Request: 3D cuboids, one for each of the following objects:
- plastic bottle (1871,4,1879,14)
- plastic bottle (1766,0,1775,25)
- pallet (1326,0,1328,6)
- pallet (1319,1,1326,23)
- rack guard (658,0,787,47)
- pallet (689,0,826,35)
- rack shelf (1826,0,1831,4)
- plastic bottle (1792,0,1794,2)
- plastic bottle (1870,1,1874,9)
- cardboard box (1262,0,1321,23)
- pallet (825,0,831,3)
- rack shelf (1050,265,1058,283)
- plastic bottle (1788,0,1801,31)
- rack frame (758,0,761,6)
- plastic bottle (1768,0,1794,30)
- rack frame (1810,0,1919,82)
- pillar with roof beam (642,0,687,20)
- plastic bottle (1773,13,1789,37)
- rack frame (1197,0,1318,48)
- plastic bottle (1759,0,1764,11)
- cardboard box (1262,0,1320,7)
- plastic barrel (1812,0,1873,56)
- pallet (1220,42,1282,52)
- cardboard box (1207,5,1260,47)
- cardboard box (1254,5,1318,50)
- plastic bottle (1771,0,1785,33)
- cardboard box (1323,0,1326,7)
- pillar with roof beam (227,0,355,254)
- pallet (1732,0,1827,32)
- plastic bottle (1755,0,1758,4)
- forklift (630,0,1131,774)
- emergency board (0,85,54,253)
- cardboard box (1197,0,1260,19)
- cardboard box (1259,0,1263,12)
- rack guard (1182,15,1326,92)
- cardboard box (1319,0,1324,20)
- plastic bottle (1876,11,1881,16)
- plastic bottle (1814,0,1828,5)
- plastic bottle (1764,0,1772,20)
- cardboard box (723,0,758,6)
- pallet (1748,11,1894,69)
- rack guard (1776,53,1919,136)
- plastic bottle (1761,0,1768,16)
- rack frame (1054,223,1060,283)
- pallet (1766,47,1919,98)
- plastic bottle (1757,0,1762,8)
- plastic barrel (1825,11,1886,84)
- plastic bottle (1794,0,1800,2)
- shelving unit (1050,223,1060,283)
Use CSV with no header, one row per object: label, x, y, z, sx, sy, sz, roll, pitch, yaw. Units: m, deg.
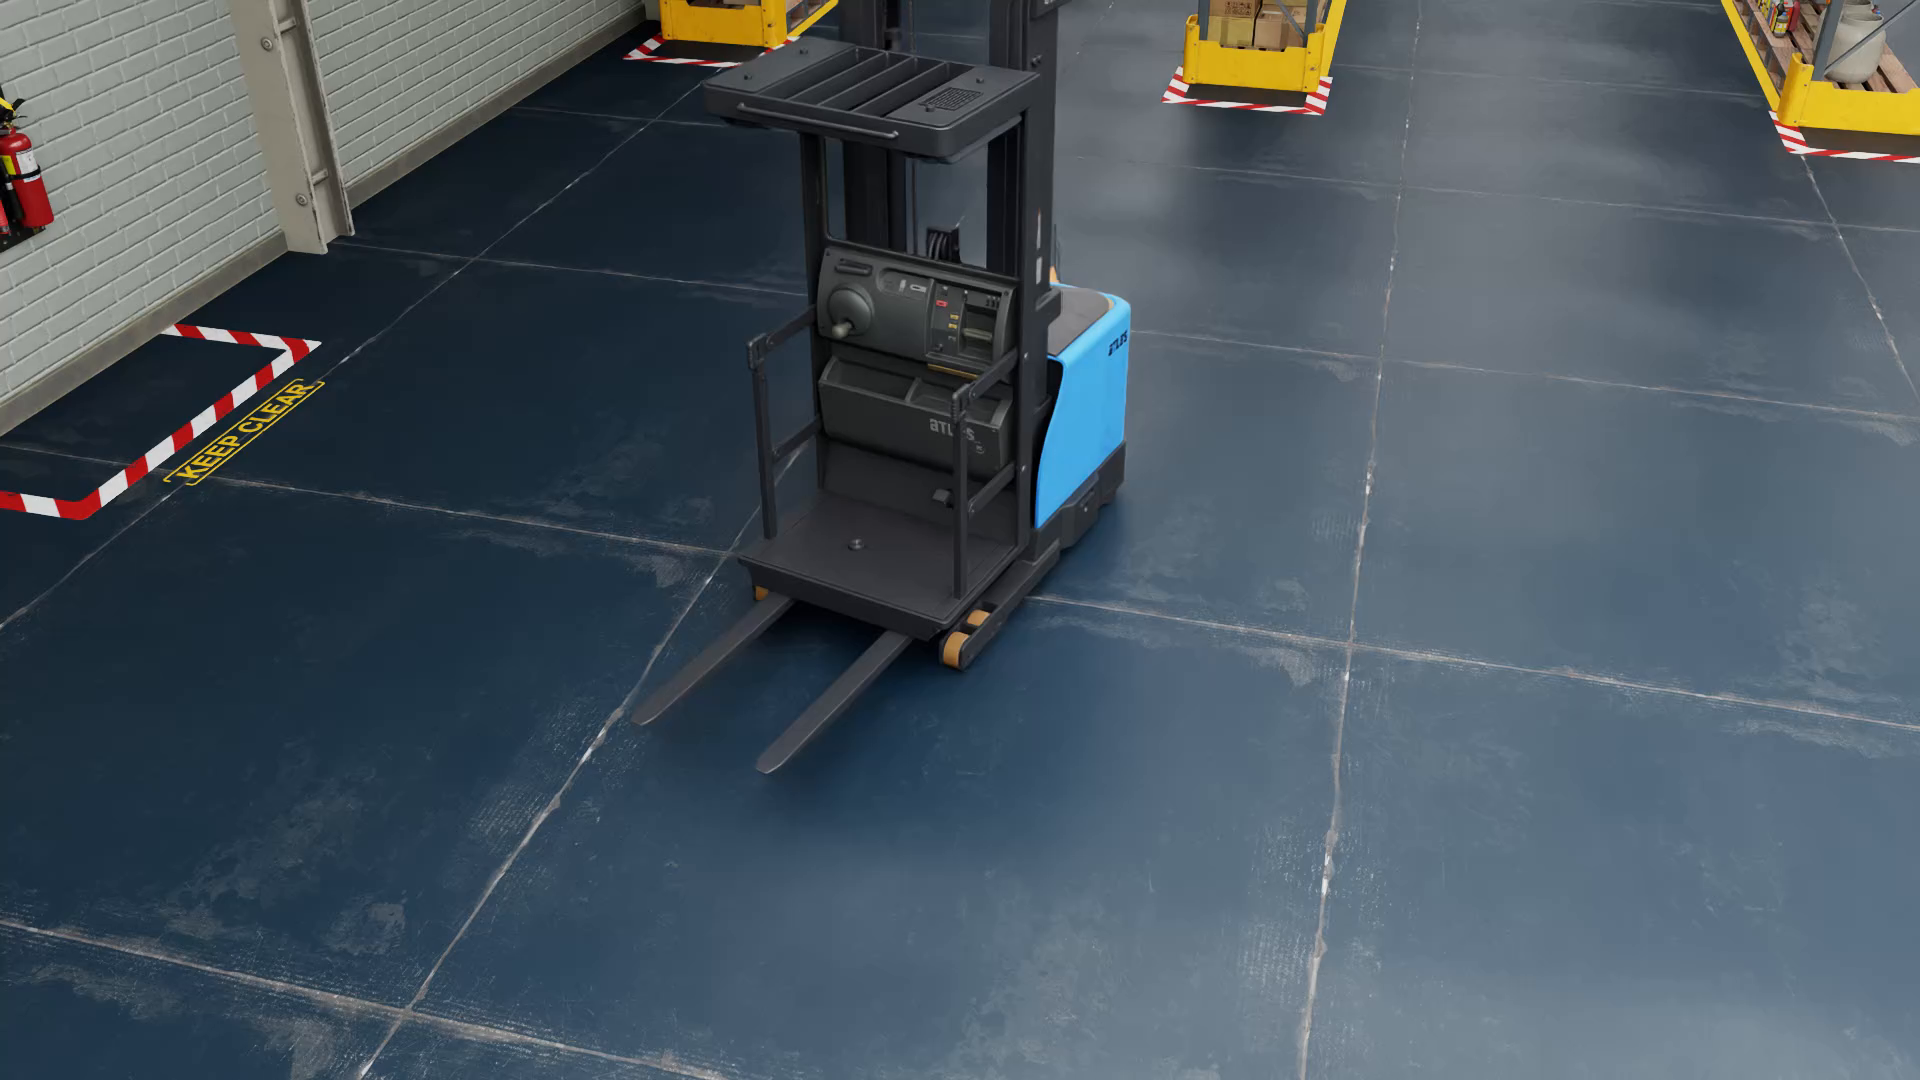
plastic bottle,8.177,-4.667,14.918,0.061,0.283,0.133,9,33,13
plastic bottle,7.508,-4.863,15.232,0.152,0.276,0.135,7,33,11
pallet,3.323,-5.783,17.150,1.003,0.211,1.213,8,33,12
pallet,3.015,-5.148,16.151,1.003,0.211,1.213,8,33,12
rack guard,-2.223,-4.948,15.567,1.175,0.500,0.348,8,33,12
pallet,-1.983,-5.243,16.301,1.003,0.211,1.213,8,33,12
rack shelf,7.848,-5.349,14.539,1.077,0.370,4.000,8,33,12
plastic bottle,7.674,-4.924,15.398,0.097,0.201,0.097,0,32,0
plastic bottle,8.189,-4.725,15.020,0.097,0.271,0.097,0,32,0
cardboard box,3.025,-4.816,15.201,0.500,0.250,0.500,8,33,12
pallet,-1.671,-5.874,17.293,1.003,0.211,1.213,8,33,12
rack shelf,0.413,-1.323,8.619,0.180,0.103,0.258,-3,33,-1
plastic bottle,7.576,-4.780,15.094,0.061,0.283,0.133,8,33,12
rack frame,-2.243,-5.964,14.835,1.000,3.000,0.127,8,33,12
plastic bottle,7.473,-4.791,15.119,0.152,0.276,0.135,8,33,13
rack frame,7.340,-4.615,12.713,1.000,3.000,0.127,8,33,12
pillar with roof beam,1.262,-8.390,13.060,9.100,9.000,0.400,8,33,12
plastic bottle,7.382,-4.632,14.939,0.097,0.201,0.097,0,32,0
rack frame,2.550,-5.291,13.777,1.000,3.000,0.127,8,33,12
plastic bottle,7.607,-5.091,15.661,0.097,0.201,0.097,0,32,0
cardboard box,3.026,-5.132,14.999,0.500,0.500,0.500,8,33,12
plastic barrel,7.560,-4.354,14.231,0.421,0.512,0.421,0,32,0
pallet,2.703,-4.517,15.158,1.003,0.211,1.213,8,33,12
cardboard box,2.400,-4.626,14.903,0.500,0.250,0.500,8,33,12
cardboard box,2.901,-4.556,14.792,0.500,0.250,0.500,8,33,12
plastic bottle,7.394,-4.730,15.016,0.061,0.283,0.133,9,33,14
cardboard box,3.283,-5.334,16.016,0.500,0.250,0.500,8,33,12
pillar with roof beam,-0.260,-5.277,8.162,9.100,9.000,0.400,8,33,12
pallet,8.145,-5.171,16.187,1.003,0.211,1.213,8,33,12
plastic bottle,7.701,-5.298,15.847,0.144,0.351,0.185,7,33,10
forklift,-0.304,-0.944,7.003,1.130,2.935,3.031,17,36,24
emergency board,-5.088,-2.054,8.685,0.194,1.169,0.643,8,33,12
cardboard box,2.398,-4.943,14.702,0.500,0.500,0.500,8,33,12
cardboard box,2.515,-4.888,15.314,0.500,0.250,0.500,8,33,12
rack guard,2.544,-4.224,14.428,1.175,0.500,0.348,8,33,12
cardboard box,3.152,-5.075,15.609,0.500,0.250,0.500,8,33,12
plastic bottle,8.102,-4.547,14.740,0.097,0.271,0.097,0,32,0
plastic bottle,8.272,-5.261,15.858,0.152,0.276,0.135,8,33,12
plastic bottle,7.546,-4.981,15.348,0.144,0.351,0.185,9,34,14
cardboard box,-1.980,-5.361,15.984,0.500,0.311,0.500,4,33,7
pallet,7.837,-4.536,15.188,1.003,0.211,1.213,8,33,12
rack guard,7.314,-3.606,13.456,1.175,0.500,0.348,8,33,12
plastic bottle,7.593,-5.077,15.500,0.144,0.351,0.185,8,33,12
rack frame,0.517,-1.063,8.790,0.006,1.200,0.240,-3,33,-1
pallet,7.525,-3.905,14.195,1.003,0.211,1.213,8,33,12
plastic bottle,7.619,-5.189,15.739,0.061,0.283,0.133,9,34,15
plastic barrel,7.433,-4.094,13.821,0.421,0.512,0.421,0,32,0
plastic bottle,7.743,-5.039,15.509,0.152,0.276,0.135,8,33,12
shelving unit,0.426,-1.058,8.789,0.189,1.200,0.258,-3,33,-1
